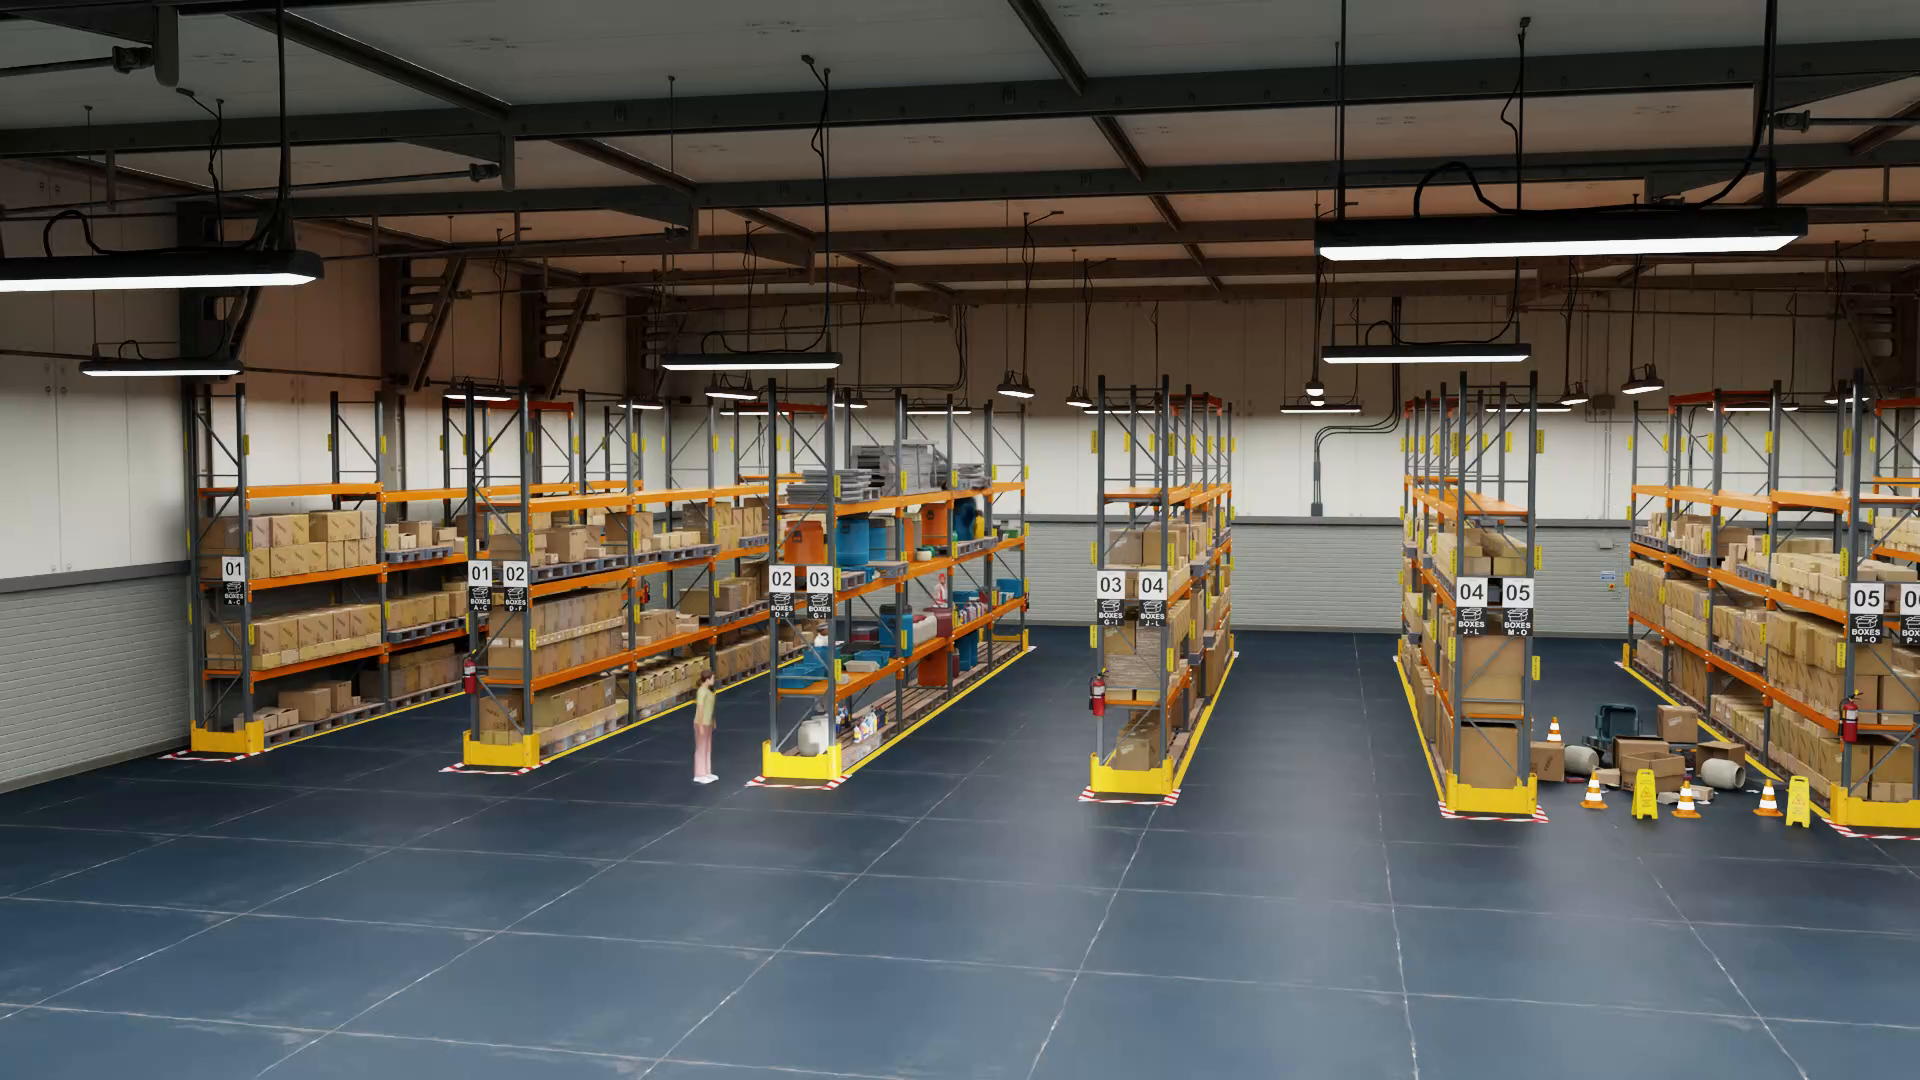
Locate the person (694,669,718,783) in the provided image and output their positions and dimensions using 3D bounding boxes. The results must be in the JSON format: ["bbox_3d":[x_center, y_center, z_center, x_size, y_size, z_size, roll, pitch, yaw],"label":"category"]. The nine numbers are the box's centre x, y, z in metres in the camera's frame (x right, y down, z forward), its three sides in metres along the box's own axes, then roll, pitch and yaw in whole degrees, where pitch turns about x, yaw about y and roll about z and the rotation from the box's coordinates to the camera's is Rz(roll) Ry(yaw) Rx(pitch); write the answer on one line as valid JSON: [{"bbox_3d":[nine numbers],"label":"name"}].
[{"bbox_3d":[-3.781,2.755,24.689,0.348,1.676,0.475,0,3,0],"label":"person"}]

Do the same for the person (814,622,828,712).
[{"bbox_3d":[-2.552,2.377,31.196,0.417,1.688,0.466,1,3,20],"label":"person"}]

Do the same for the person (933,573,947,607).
[{"bbox_3d":[-0.413,1.718,42.382,1.082,1.739,0.681,2,4,29],"label":"person"}]
